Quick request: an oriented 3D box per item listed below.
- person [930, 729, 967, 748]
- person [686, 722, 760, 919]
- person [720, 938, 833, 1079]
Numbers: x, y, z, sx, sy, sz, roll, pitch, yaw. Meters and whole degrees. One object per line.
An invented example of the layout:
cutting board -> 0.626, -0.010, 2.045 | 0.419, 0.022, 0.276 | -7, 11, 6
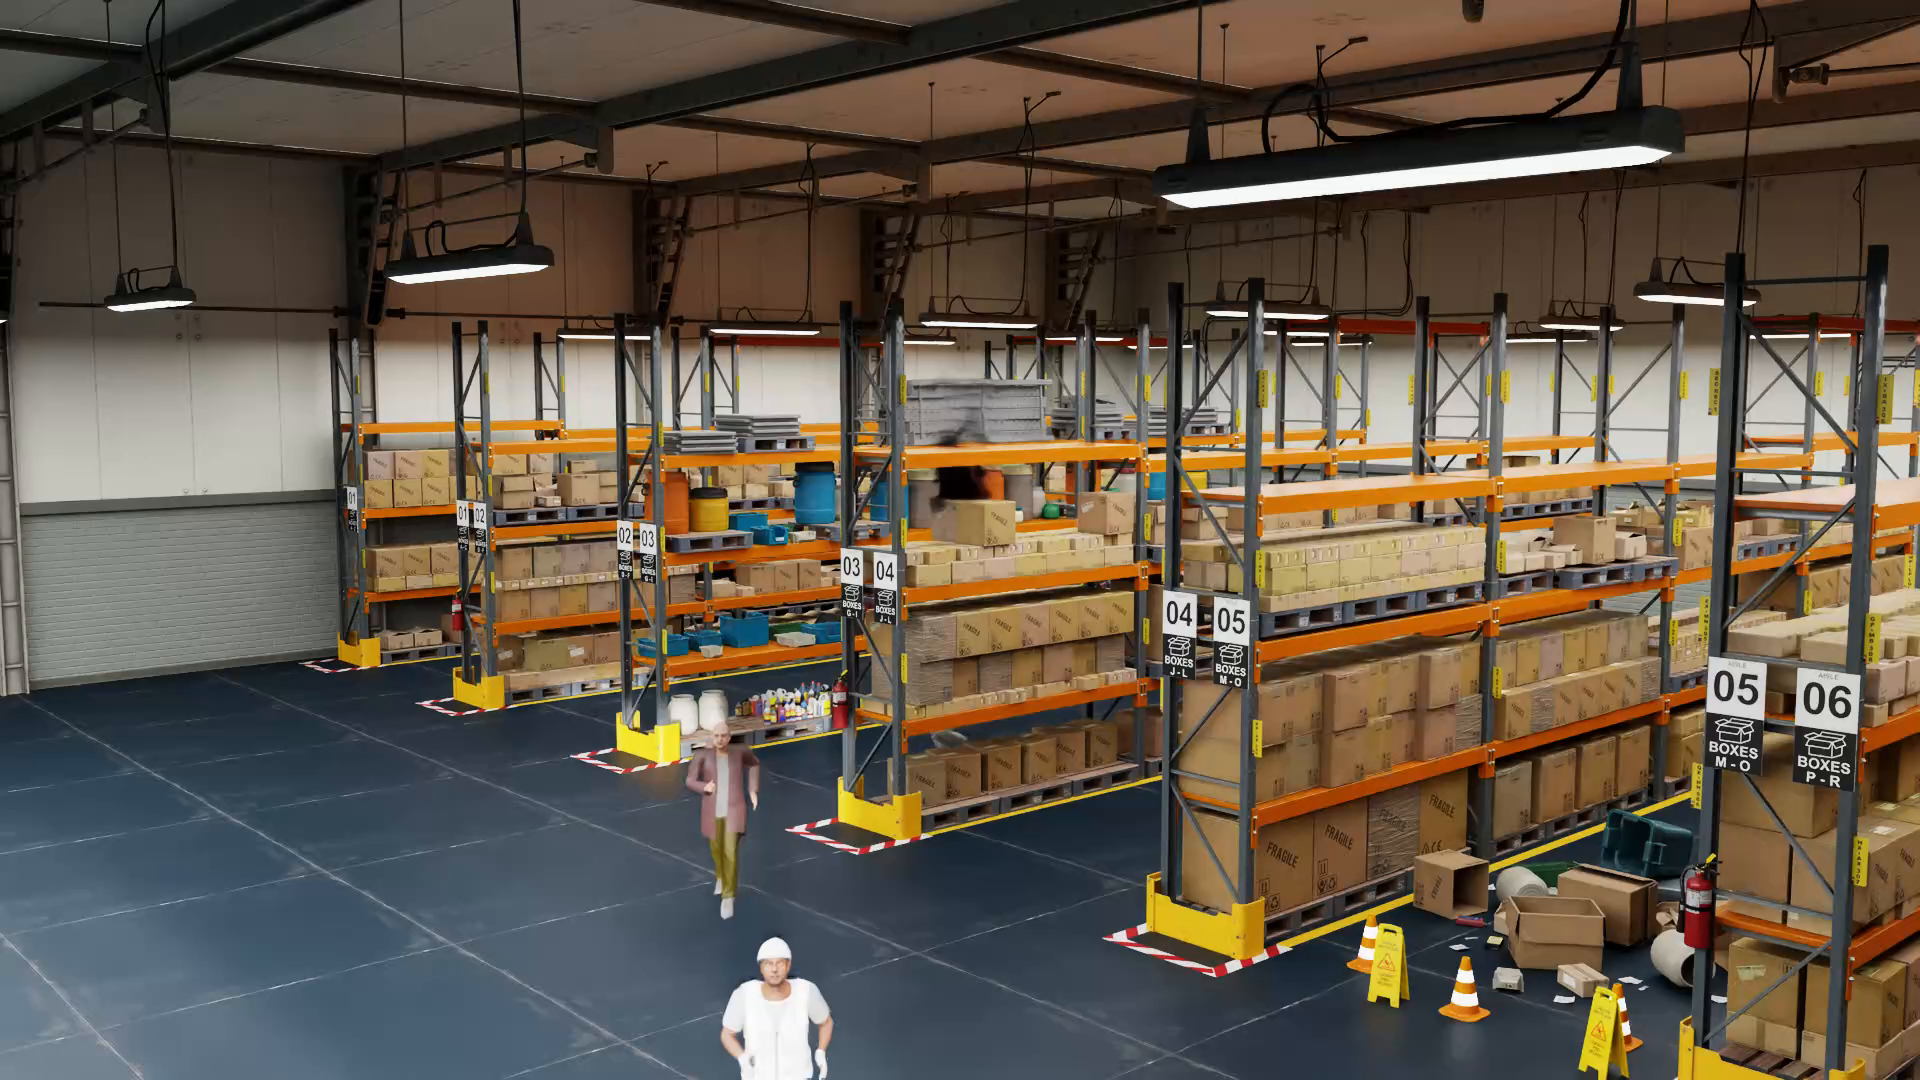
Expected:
person -> -0.192, 2.183, 22.045 | 0.588, 1.630, 0.596 | -6, 8, -44
person -> -2.309, 2.675, 16.200 | 0.673, 1.842, 0.949 | 0, 6, 0
person -> -1.117, 3.295, 10.192 | 0.692, 1.746, 0.789 | -1, 6, -6
